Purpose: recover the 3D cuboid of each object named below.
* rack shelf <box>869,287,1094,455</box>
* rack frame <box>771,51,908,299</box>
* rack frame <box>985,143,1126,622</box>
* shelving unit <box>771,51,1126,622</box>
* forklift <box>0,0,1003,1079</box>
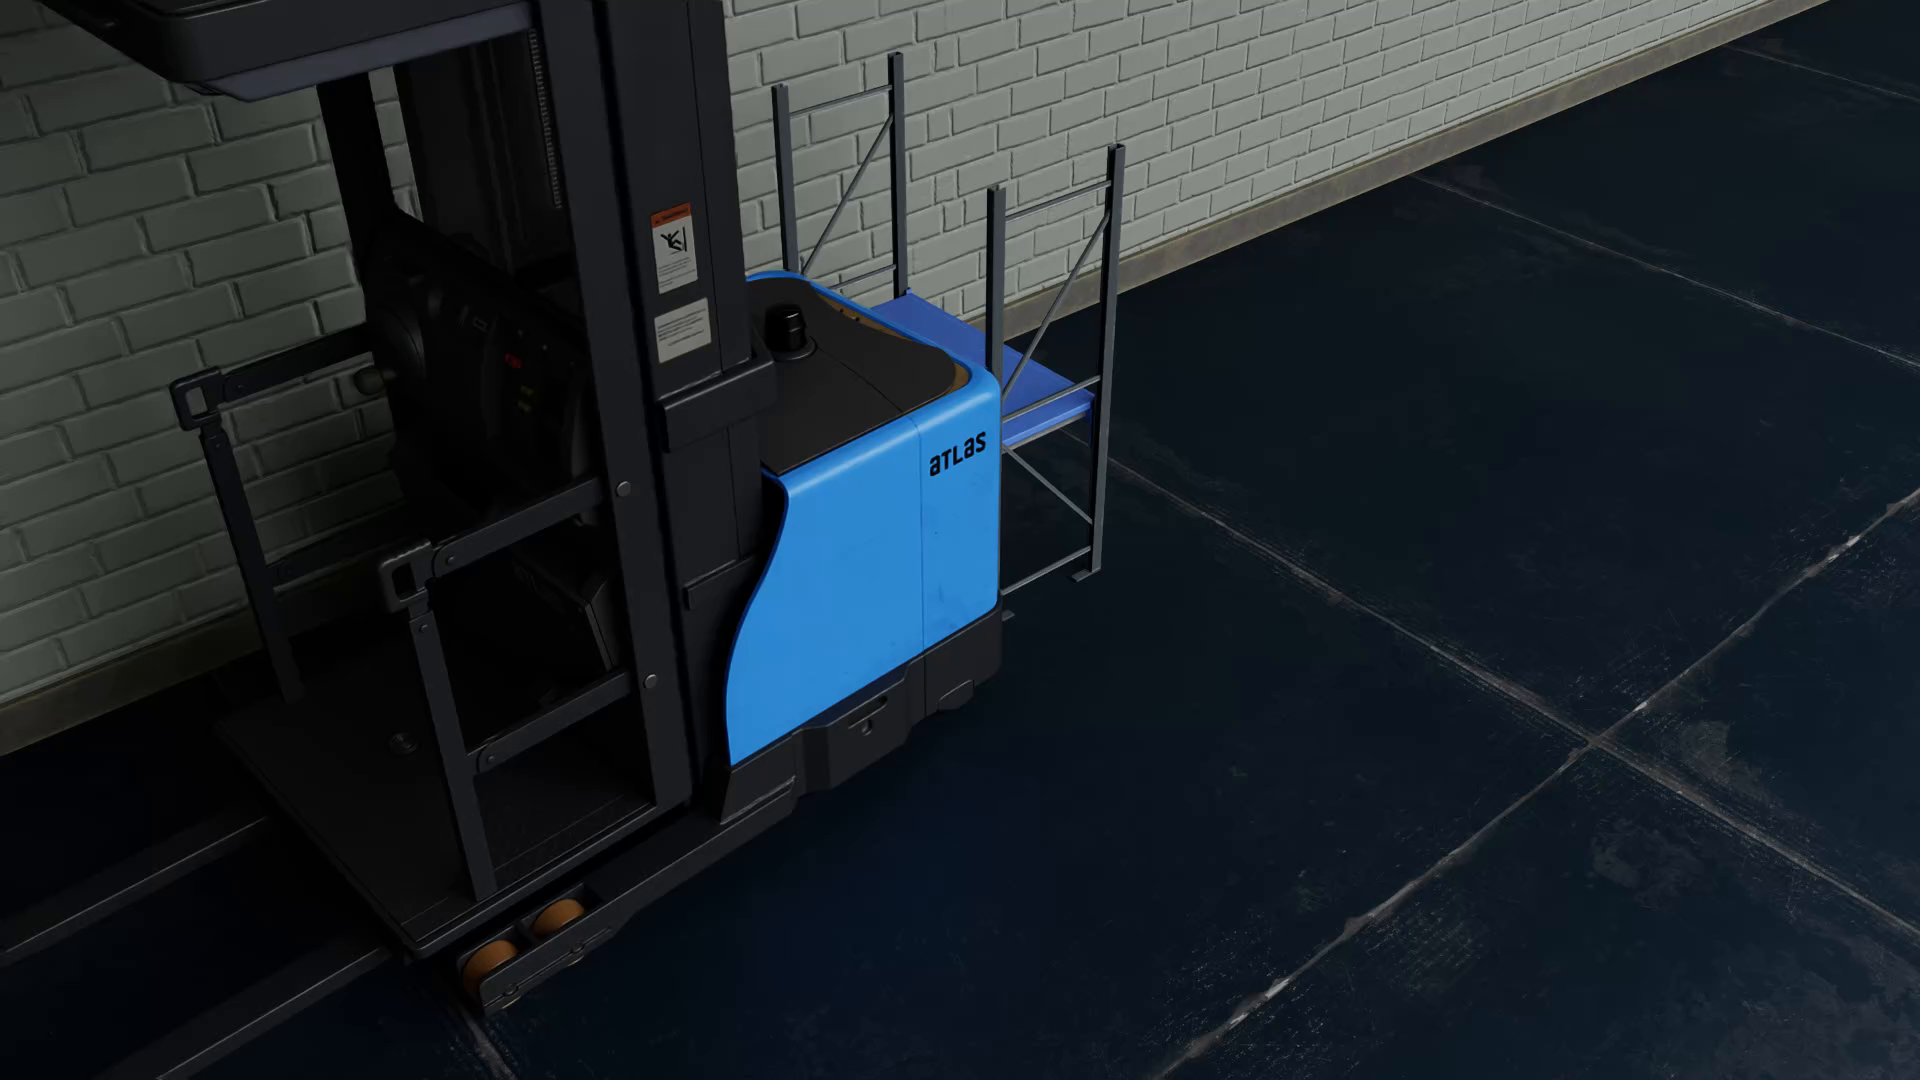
[{"bbox_3d":[-0.055,-0.503,5.474,0.538,0.185,1.000,-26,43,-32],"label":"rack shelf"},{"bbox_3d":[-0.383,-0.874,5.687,0.500,1.500,0.032,-26,43,-32],"label":"rack frame"},{"bbox_3d":[0.273,-0.425,5.053,0.500,1.500,0.032,-26,43,-32],"label":"rack frame"},{"bbox_3d":[-0.055,-0.650,5.370,0.538,1.500,1.048,-26,43,-32],"label":"shelving unit"},{"bbox_3d":[-1.283,-0.377,3.746,3.031,2.935,1.130,-29,45,-35],"label":"forklift"}]
